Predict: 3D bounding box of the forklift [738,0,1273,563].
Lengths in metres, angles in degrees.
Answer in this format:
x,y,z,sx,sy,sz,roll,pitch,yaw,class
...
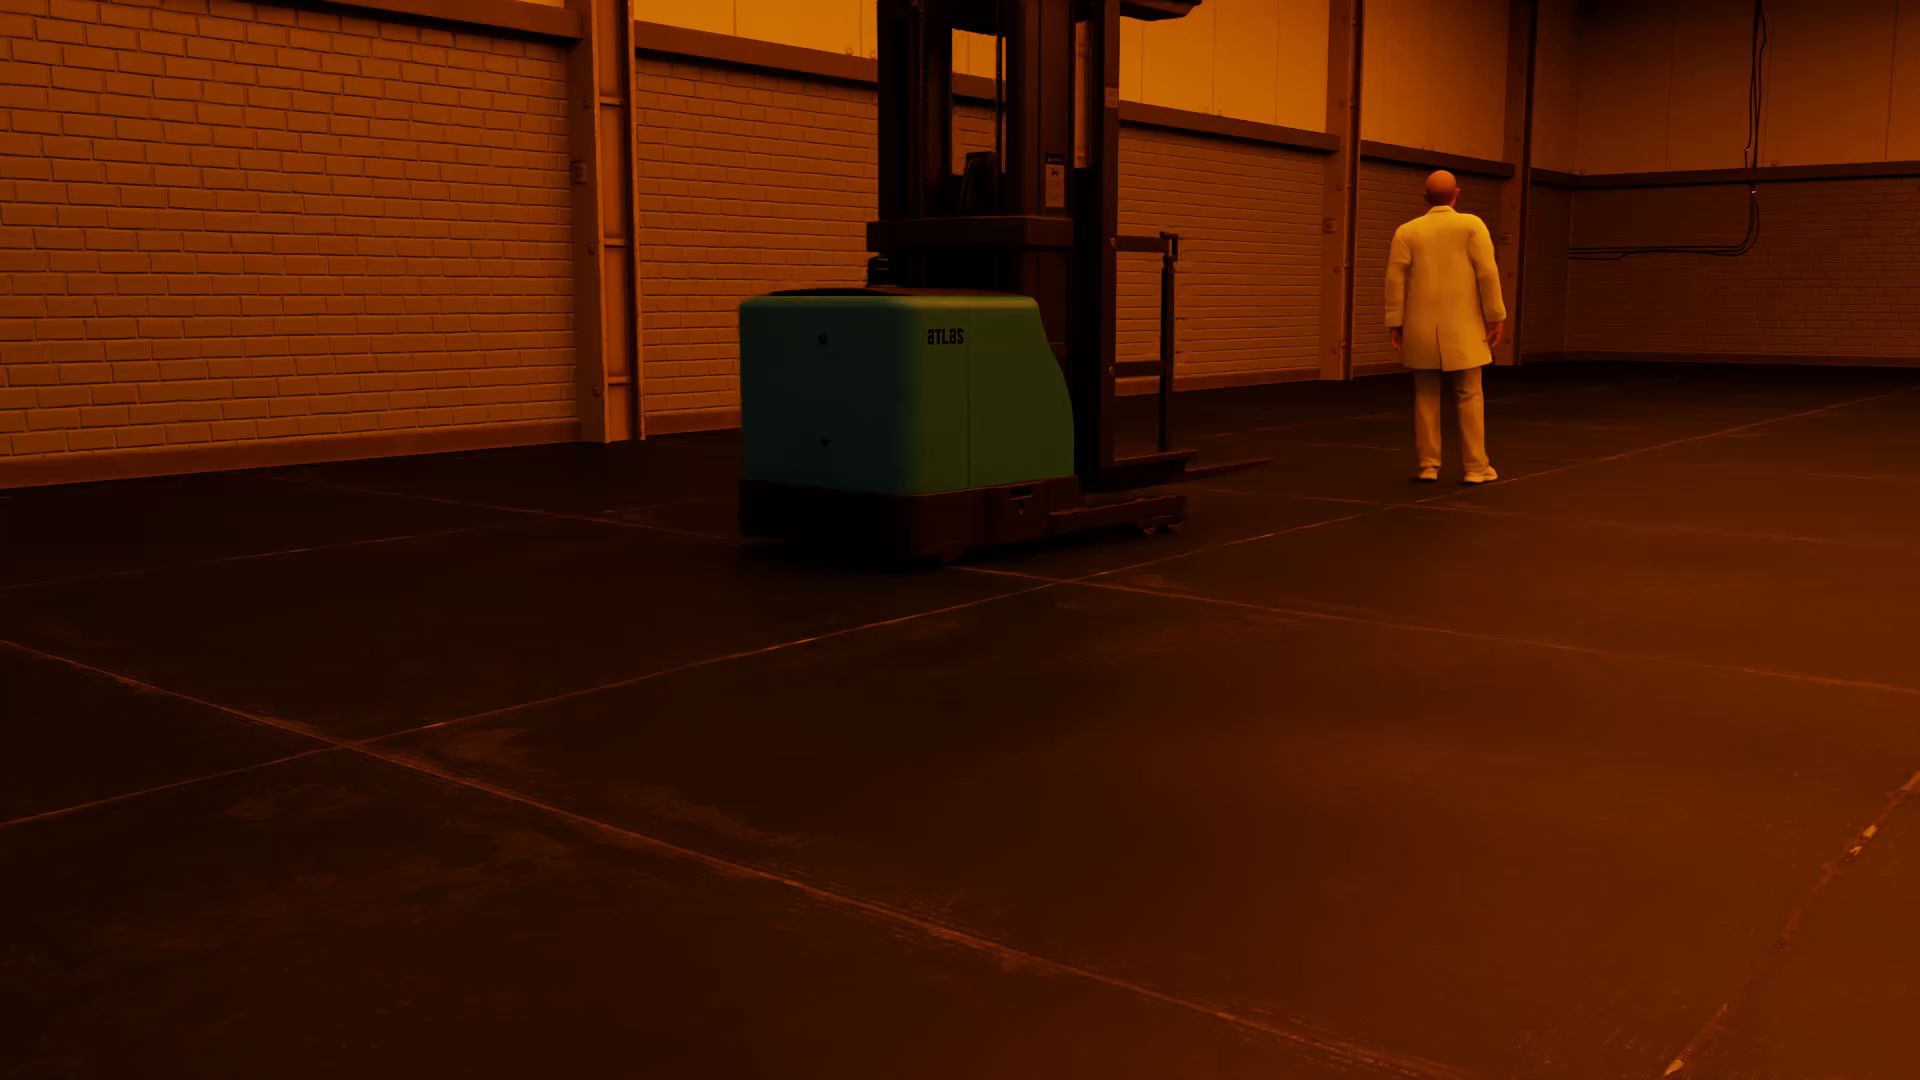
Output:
x,y,z,sx,sy,sz,roll,pitch,yaw,class
0.406,-1.521,7.680,1.130,2.935,3.031,7,11,41,forklift

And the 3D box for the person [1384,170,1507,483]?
x,y,z,sx,sy,sz,roll,pitch,yaw,class
2.824,-1.229,9.648,0.687,1.784,0.536,5,9,28,person
